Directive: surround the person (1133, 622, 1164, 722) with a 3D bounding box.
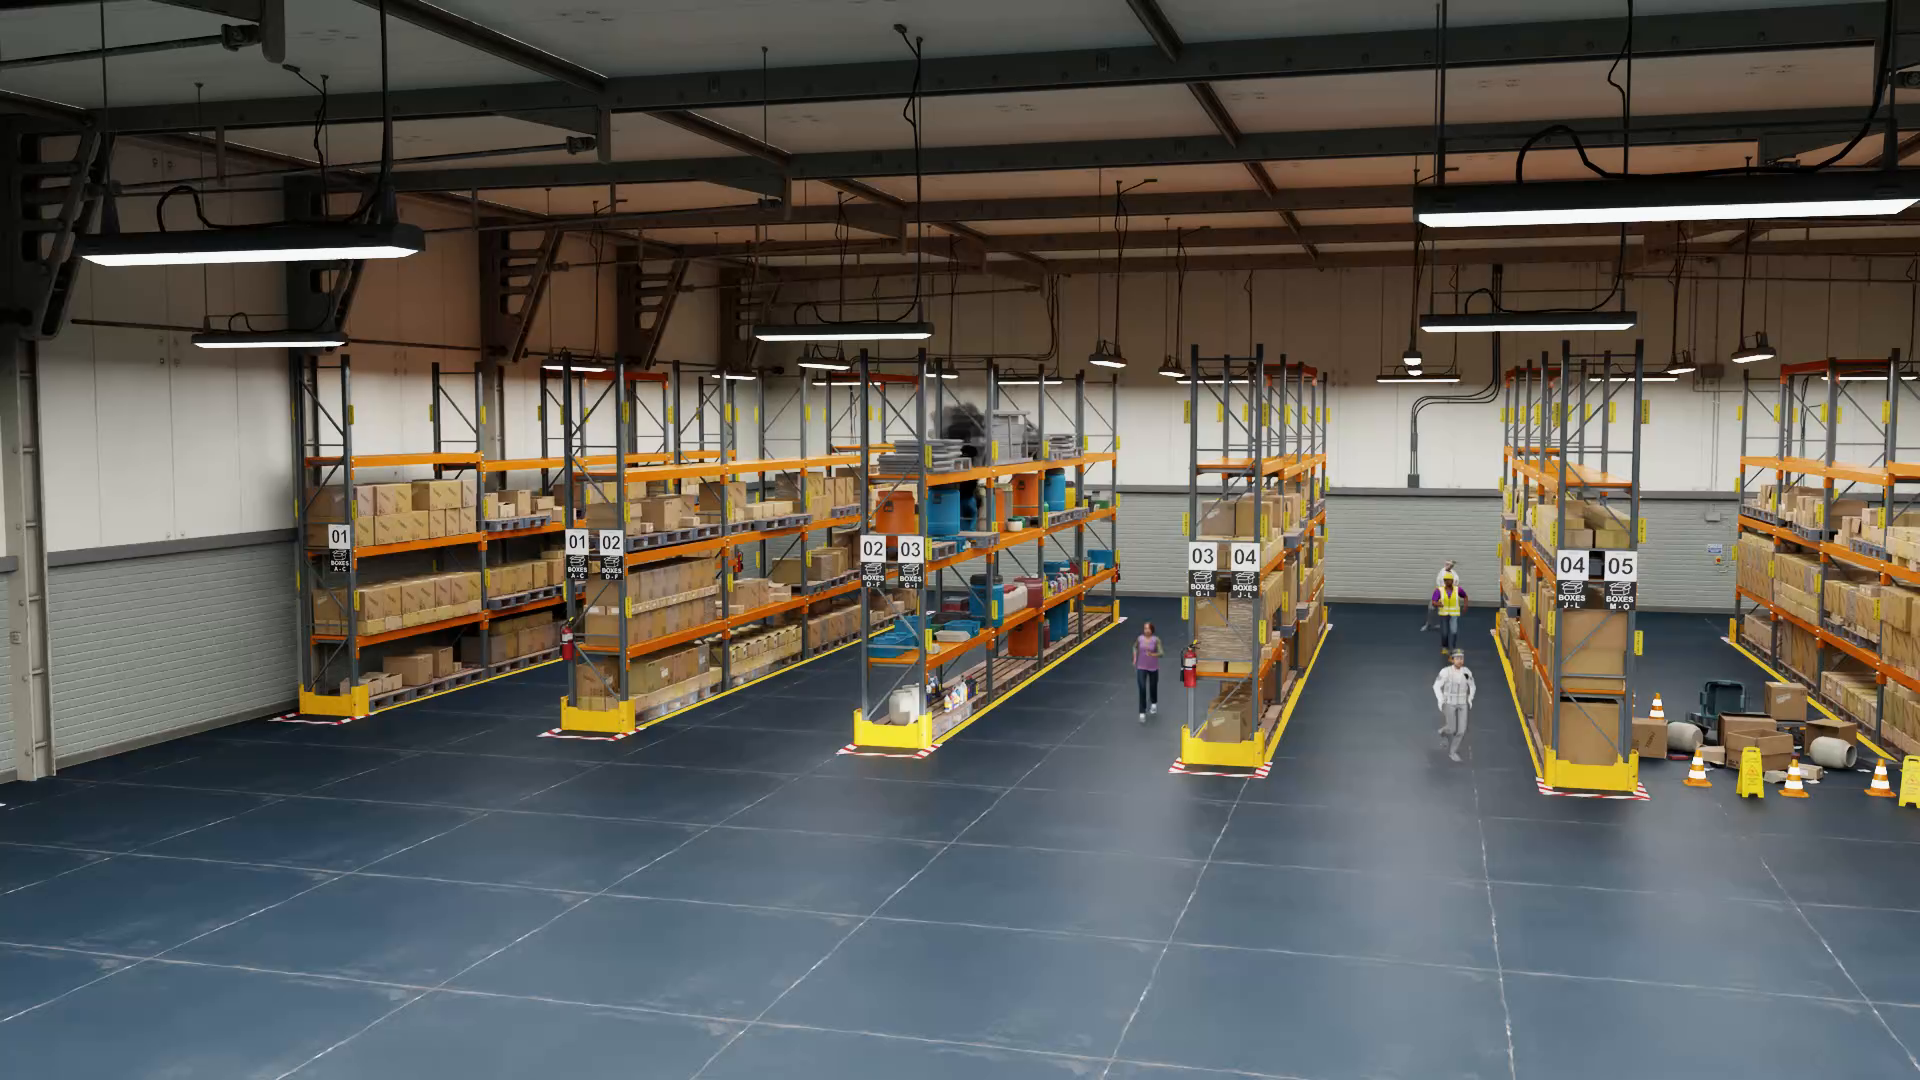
[{"bbox_3d":[3.084,2.134,27.315,0.531,1.594,0.883,1,4,12],"label":"person"}]

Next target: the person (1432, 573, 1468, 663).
[{"bbox_3d":[10.027,1.578,34.075,0.704,1.793,0.889,1,5,18],"label":"person"}]

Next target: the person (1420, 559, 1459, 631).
[{"bbox_3d":[11.212,1.286,38.570,0.629,1.752,0.855,-3,5,-37],"label":"person"}]

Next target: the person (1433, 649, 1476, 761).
[{"bbox_3d":[7.205,2.377,24.214,0.605,1.644,0.581,0,4,0],"label":"person"}]
